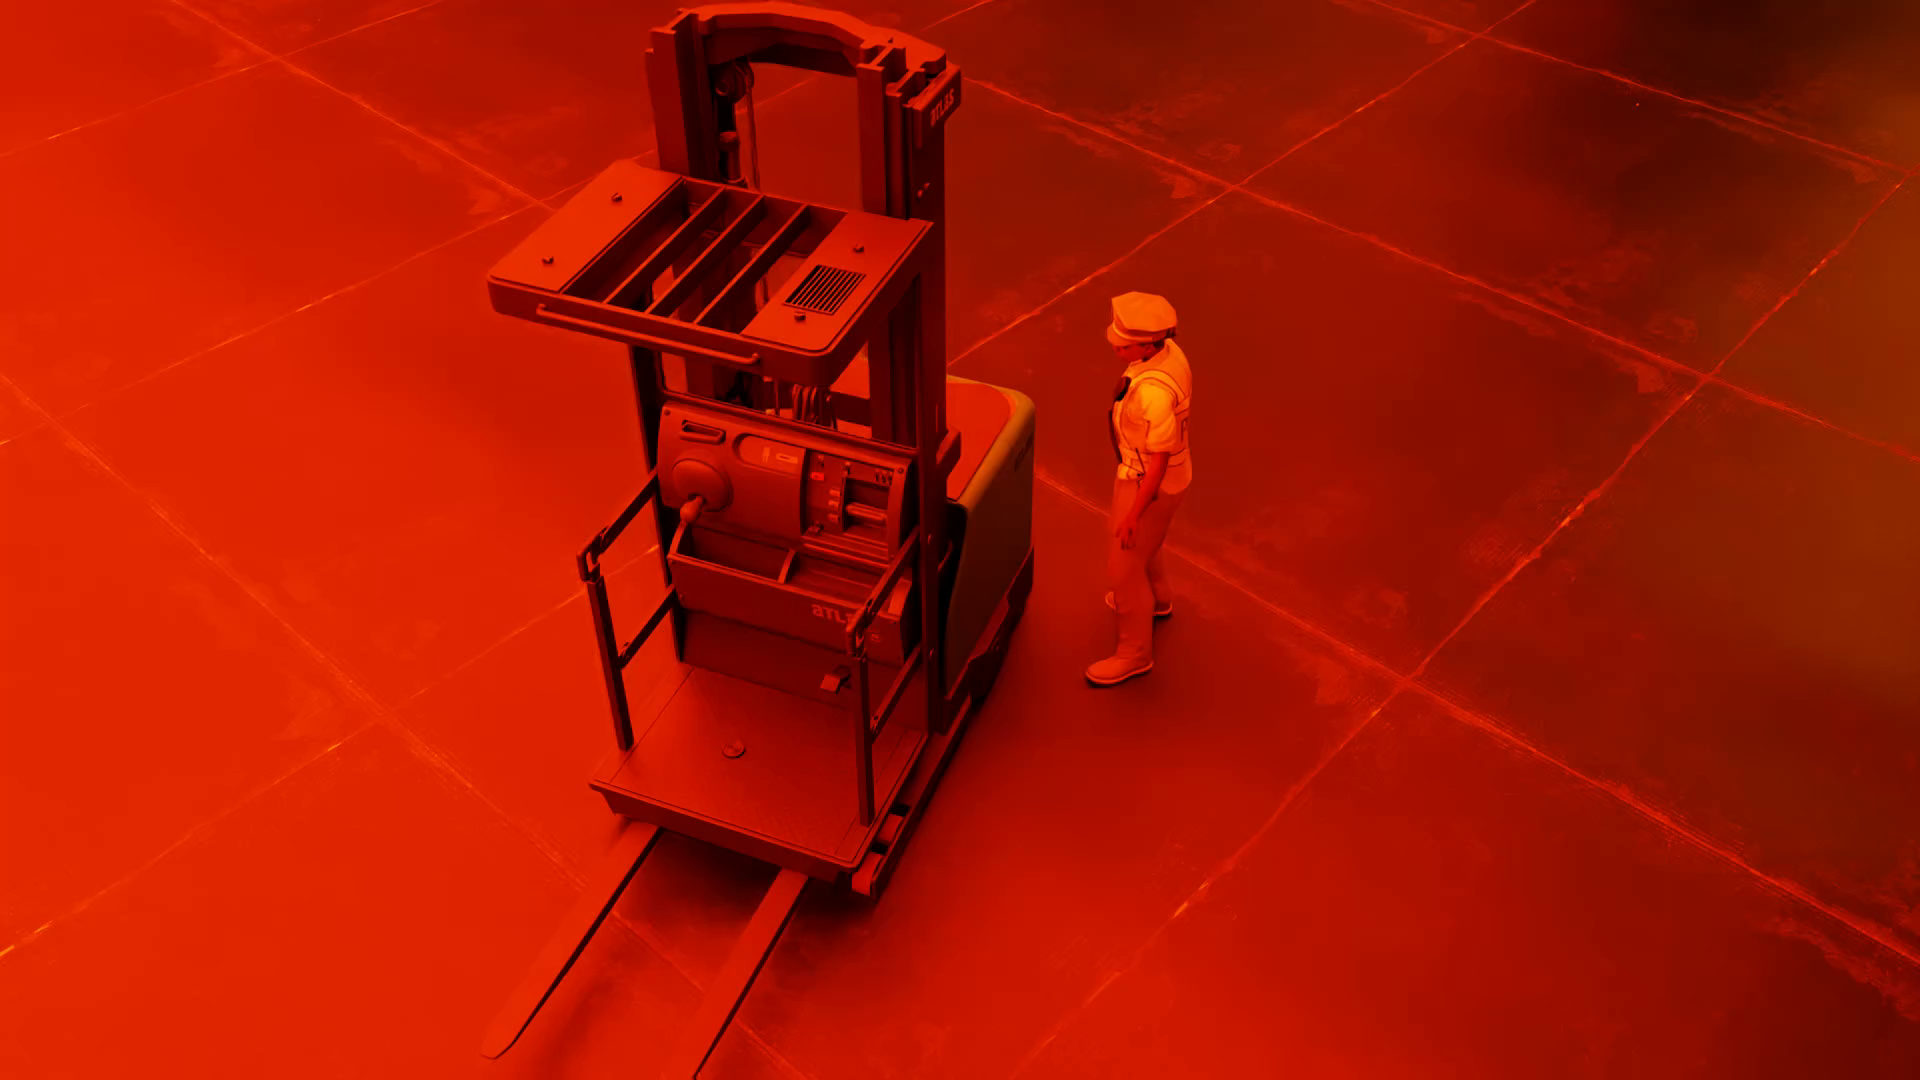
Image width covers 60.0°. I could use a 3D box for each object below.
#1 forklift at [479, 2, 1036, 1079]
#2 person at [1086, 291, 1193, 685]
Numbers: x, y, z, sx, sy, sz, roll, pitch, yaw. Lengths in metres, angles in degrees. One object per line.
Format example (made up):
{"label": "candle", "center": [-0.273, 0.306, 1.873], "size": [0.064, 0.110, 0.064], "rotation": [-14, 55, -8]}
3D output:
{"label": "forklift", "center": [-0.693, -0.113, 5.560], "size": [1.130, 2.935, 3.031], "rotation": [14, 43, 16]}
{"label": "person", "center": [0.742, -0.240, 6.709], "size": [0.379, 1.635, 0.741], "rotation": [4, 41, 4]}
